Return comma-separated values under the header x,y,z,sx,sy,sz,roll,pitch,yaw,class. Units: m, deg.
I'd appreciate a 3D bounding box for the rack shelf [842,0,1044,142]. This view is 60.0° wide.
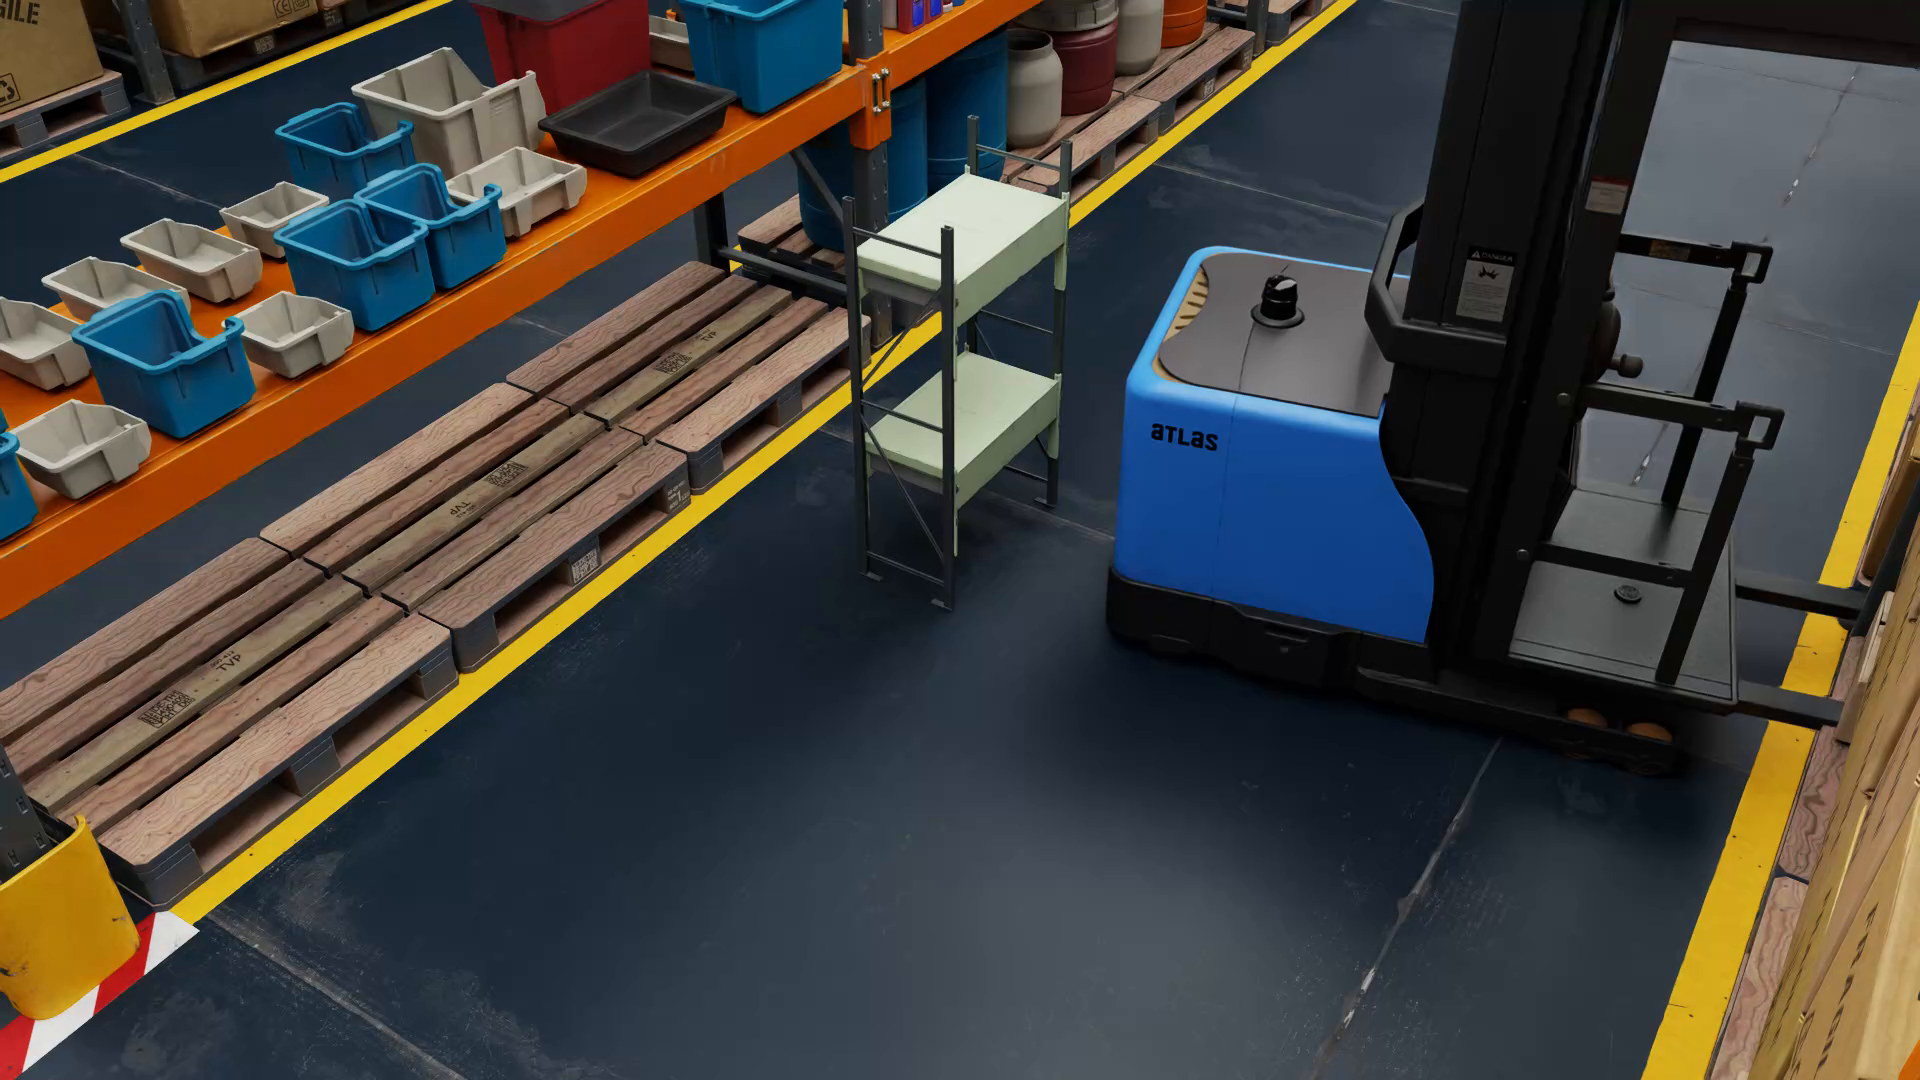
x,y,z,sx,sy,sz,roll,pitch,yaw,class
0.317,-2.964,8.227,1.077,0.370,4.000,21,42,25,rack shelf

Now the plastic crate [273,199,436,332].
x,y,z,sx,sy,sz,roll,pitch,yaw,class
-1.782,-0.811,4.933,0.416,0.233,0.300,21,42,25,plastic crate

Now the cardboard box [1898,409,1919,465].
x,y,z,sx,sy,sz,roll,pitch,yaw,class
3.721,-0.380,5.973,0.500,0.500,0.500,21,42,25,cardboard box

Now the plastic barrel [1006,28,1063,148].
x,y,z,sx,sy,sz,roll,pitch,yaw,class
0.309,-2.300,8.471,0.421,0.512,0.421,0,38,0,plastic barrel

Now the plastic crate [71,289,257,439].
x,y,z,sx,sy,sz,roll,pitch,yaw,class
-2.134,-0.472,4.493,0.416,0.233,0.300,21,42,25,plastic crate

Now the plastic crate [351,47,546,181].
x,y,z,sx,sy,sz,roll,pitch,yaw,class
-1.728,-1.467,5.745,0.437,0.282,0.530,21,42,25,plastic crate

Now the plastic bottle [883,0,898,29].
x,y,z,sx,sy,sz,roll,pitch,yaw,class
-0.270,-2.294,6.810,0.144,0.351,0.185,21,42,25,plastic bottle

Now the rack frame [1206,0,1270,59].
x,y,z,sx,sy,sz,roll,pitch,yaw,class
1.389,-4.280,9.345,1.000,3.000,0.127,21,42,25,rack frame

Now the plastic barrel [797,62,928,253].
x,y,z,sx,sy,sz,roll,pitch,yaw,class
-0.448,-1.828,7.539,0.600,0.901,0.708,21,42,25,plastic barrel

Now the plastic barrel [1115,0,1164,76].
x,y,z,sx,sy,sz,roll,pitch,yaw,class
0.914,-2.882,9.226,0.421,0.512,0.421,0,38,0,plastic barrel

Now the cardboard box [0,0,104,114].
x,y,z,sx,sy,sz,roll,pitch,yaw,class
-5.358,-2.848,8.884,0.875,0.875,0.875,21,42,25,cardboard box

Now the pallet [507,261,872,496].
x,y,z,sx,sy,sz,roll,pitch,yaw,class
-1.115,-0.721,7.013,1.003,0.211,1.213,21,42,25,pallet

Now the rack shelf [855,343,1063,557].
x,y,z,sx,sy,sz,roll,pitch,yaw,class
0.004,-0.339,5.996,0.431,0.370,0.720,21,42,25,rack shelf

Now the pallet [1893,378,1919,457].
x,y,z,sx,sy,sz,roll,pitch,yaw,class
4.483,-0.554,6.796,1.003,0.211,1.213,21,42,25,pallet

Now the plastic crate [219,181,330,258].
x,y,z,sx,sy,sz,roll,pitch,yaw,class
-2.174,-1.009,5.269,0.298,0.136,0.250,21,42,25,plastic crate

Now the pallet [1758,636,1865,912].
x,y,z,sx,sy,sz,roll,pitch,yaw,class
3.058,0.863,4.958,1.003,0.211,1.213,21,42,25,pallet

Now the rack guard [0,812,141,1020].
x,y,z,sx,sy,sz,roll,pitch,yaw,class
-2.899,0.851,4.736,1.175,0.500,0.348,21,42,25,rack guard

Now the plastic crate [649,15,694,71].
x,y,z,sx,sy,sz,roll,pitch,yaw,class
-1.124,-1.944,6.481,0.396,0.136,0.243,21,42,25,plastic crate

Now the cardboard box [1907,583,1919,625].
x,y,z,sx,sy,sz,roll,pitch,yaw,class
2.108,-0.082,2.999,0.500,0.500,0.500,23,43,26,cardboard box

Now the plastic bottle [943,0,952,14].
x,y,z,sx,sy,sz,roll,pitch,yaw,class
-0.080,-2.323,6.969,0.097,0.201,0.097,0,38,0,plastic bottle

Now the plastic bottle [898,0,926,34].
x,y,z,sx,sy,sz,roll,pitch,yaw,class
-0.198,-2.221,6.769,0.061,0.283,0.133,21,42,25,plastic bottle

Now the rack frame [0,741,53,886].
x,y,z,sx,sy,sz,roll,pitch,yaw,class
-2.897,-0.155,3.995,1.000,3.000,0.127,21,42,25,rack frame

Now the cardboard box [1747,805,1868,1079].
x,y,z,sx,sy,sz,roll,pitch,yaw,class
1.568,0.839,2.623,0.500,0.500,0.500,22,43,25,cardboard box

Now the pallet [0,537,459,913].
x,y,z,sx,sy,sz,roll,pitch,yaw,class
-2.423,0.537,5.381,1.003,0.211,1.213,21,42,25,pallet

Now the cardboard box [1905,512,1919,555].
x,y,z,sx,sy,sz,roll,pitch,yaw,class
2.651,-0.196,3.966,0.500,0.500,0.500,22,43,26,cardboard box

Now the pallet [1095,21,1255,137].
x,y,z,sx,sy,sz,roll,pitch,yaw,class
1.002,-2.755,9.651,1.003,0.211,1.213,21,42,25,pallet

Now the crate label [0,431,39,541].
x,y,z,sx,sy,sz,roll,pitch,yaw,class
-2.487,-0.132,4.053,0.416,0.233,0.303,21,42,25,crate label

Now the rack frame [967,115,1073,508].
x,y,z,sx,sy,sz,roll,pitch,yaw,class
0.200,-0.786,6.041,0.400,1.500,0.023,21,42,25,rack frame

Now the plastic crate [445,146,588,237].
x,y,z,sx,sy,sz,roll,pitch,yaw,class
-1.433,-1.141,5.440,0.293,0.136,0.466,21,42,25,plastic crate

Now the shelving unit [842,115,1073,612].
x,y,z,sx,sy,sz,roll,pitch,yaw,class
0.004,-0.597,5.797,0.431,1.500,0.755,21,42,25,shelving unit

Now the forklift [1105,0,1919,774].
x,y,z,sx,sy,sz,roll,pitch,yaw,class
2.079,-0.784,4.866,3.031,2.935,1.130,12,39,15,forklift

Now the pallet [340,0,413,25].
x,y,z,sx,sy,sz,roll,pitch,yaw,class
-3.934,-3.787,10.990,1.003,0.211,1.213,21,42,25,pallet

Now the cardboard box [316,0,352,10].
x,y,z,sx,sy,sz,roll,pitch,yaw,class
-4.132,-3.960,10.326,1.225,0.875,0.875,20,42,24,cardboard box

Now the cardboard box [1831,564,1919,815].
x,y,z,sx,sy,sz,roll,pitch,yaw,class
2.110,0.324,3.292,0.500,0.500,0.500,21,42,25,cardboard box

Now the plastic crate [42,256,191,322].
x,y,z,sx,sy,sz,roll,pitch,yaw,class
-2.446,-0.699,4.867,0.396,0.136,0.243,21,42,25,plastic crate

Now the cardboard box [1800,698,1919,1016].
x,y,z,sx,sy,sz,roll,pitch,yaw,class
1.559,0.451,2.307,0.500,0.500,0.500,22,43,26,cardboard box

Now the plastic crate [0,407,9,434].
x,y,z,sx,sy,sz,roll,pitch,yaw,class
-2.876,-0.427,4.269,0.616,0.435,0.499,21,42,25,plastic crate

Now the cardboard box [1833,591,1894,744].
x,y,z,sx,sy,sz,roll,pitch,yaw,class
3.019,0.441,5.063,0.500,0.311,0.500,21,42,25,cardboard box

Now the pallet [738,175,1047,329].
x,y,z,sx,sy,sz,roll,pitch,yaw,class
-0.306,-1.497,8.019,1.003,0.211,1.213,21,42,25,pallet
